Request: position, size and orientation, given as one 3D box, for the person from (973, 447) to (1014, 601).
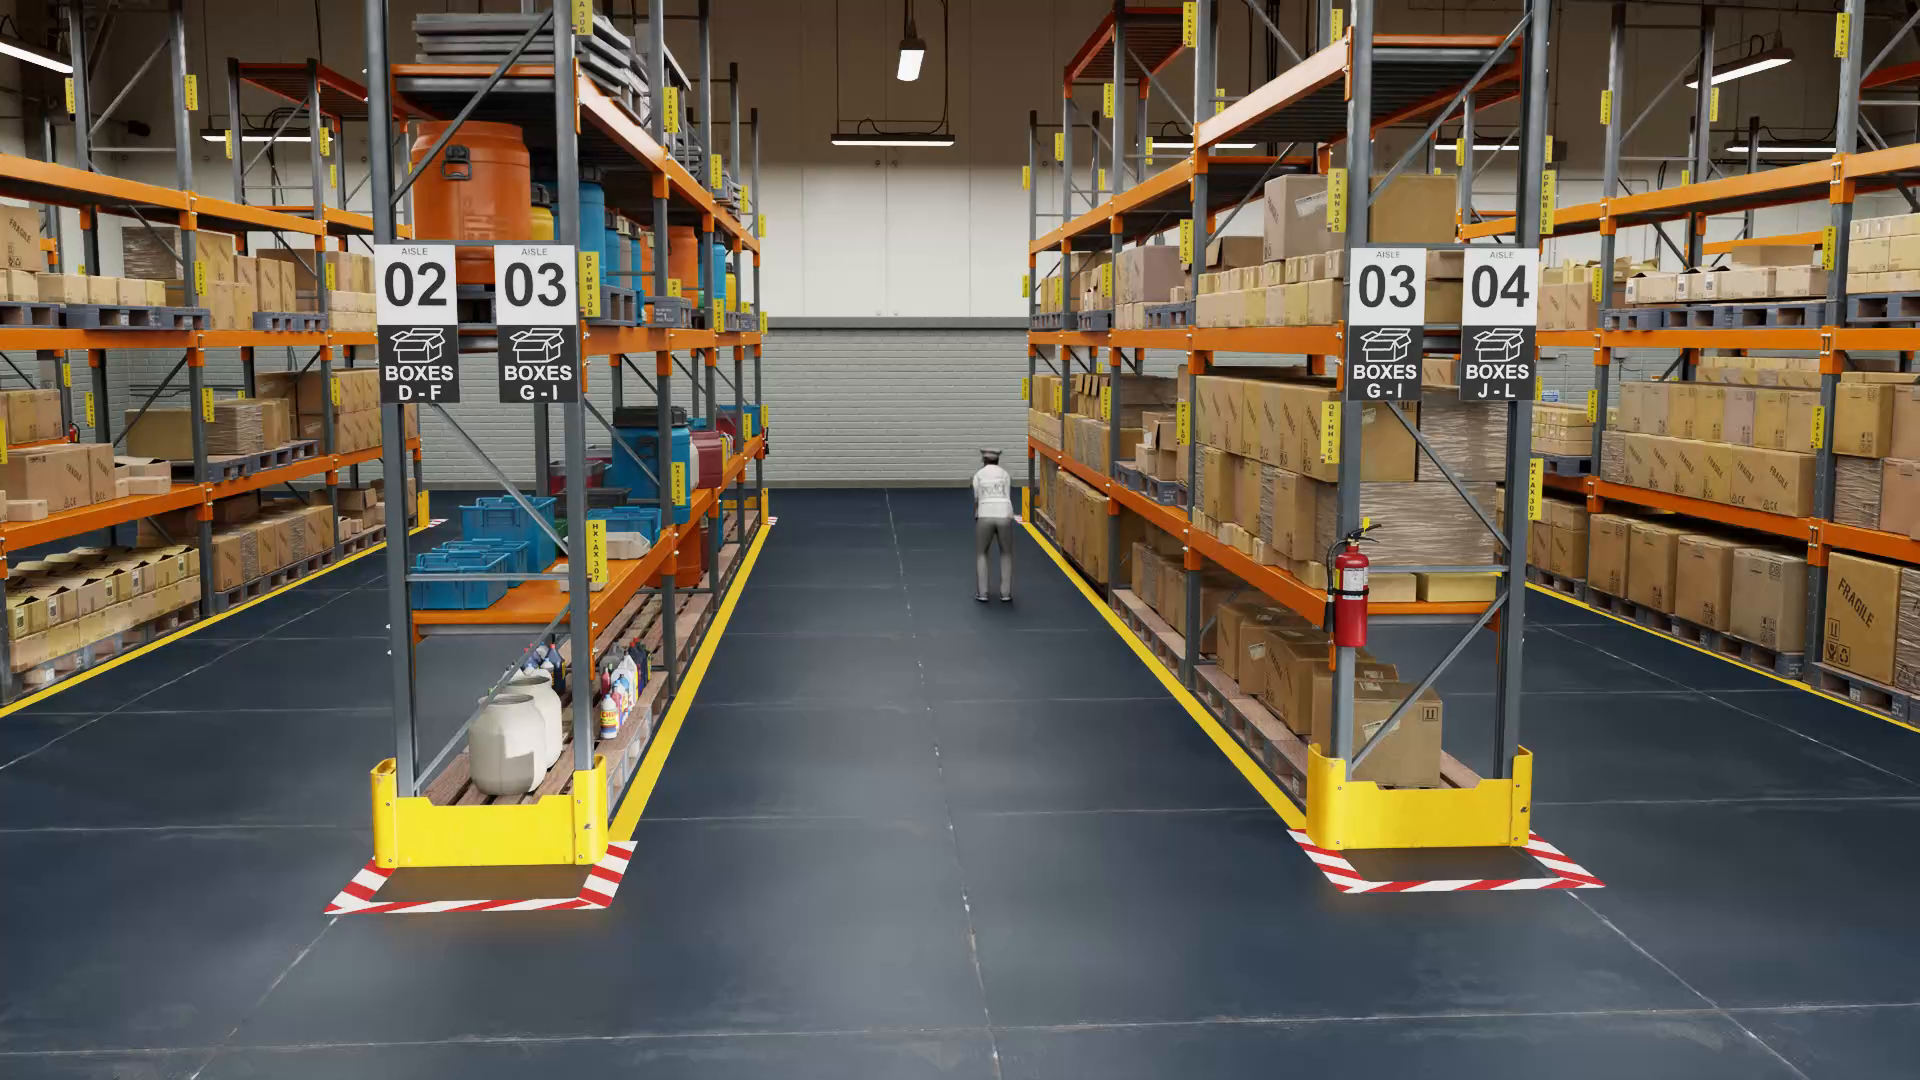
[{"bbox_3d":[0.345,-0.166,17.428,0.412,1.595,0.576,-1,7,-5],"label":"person"}]
